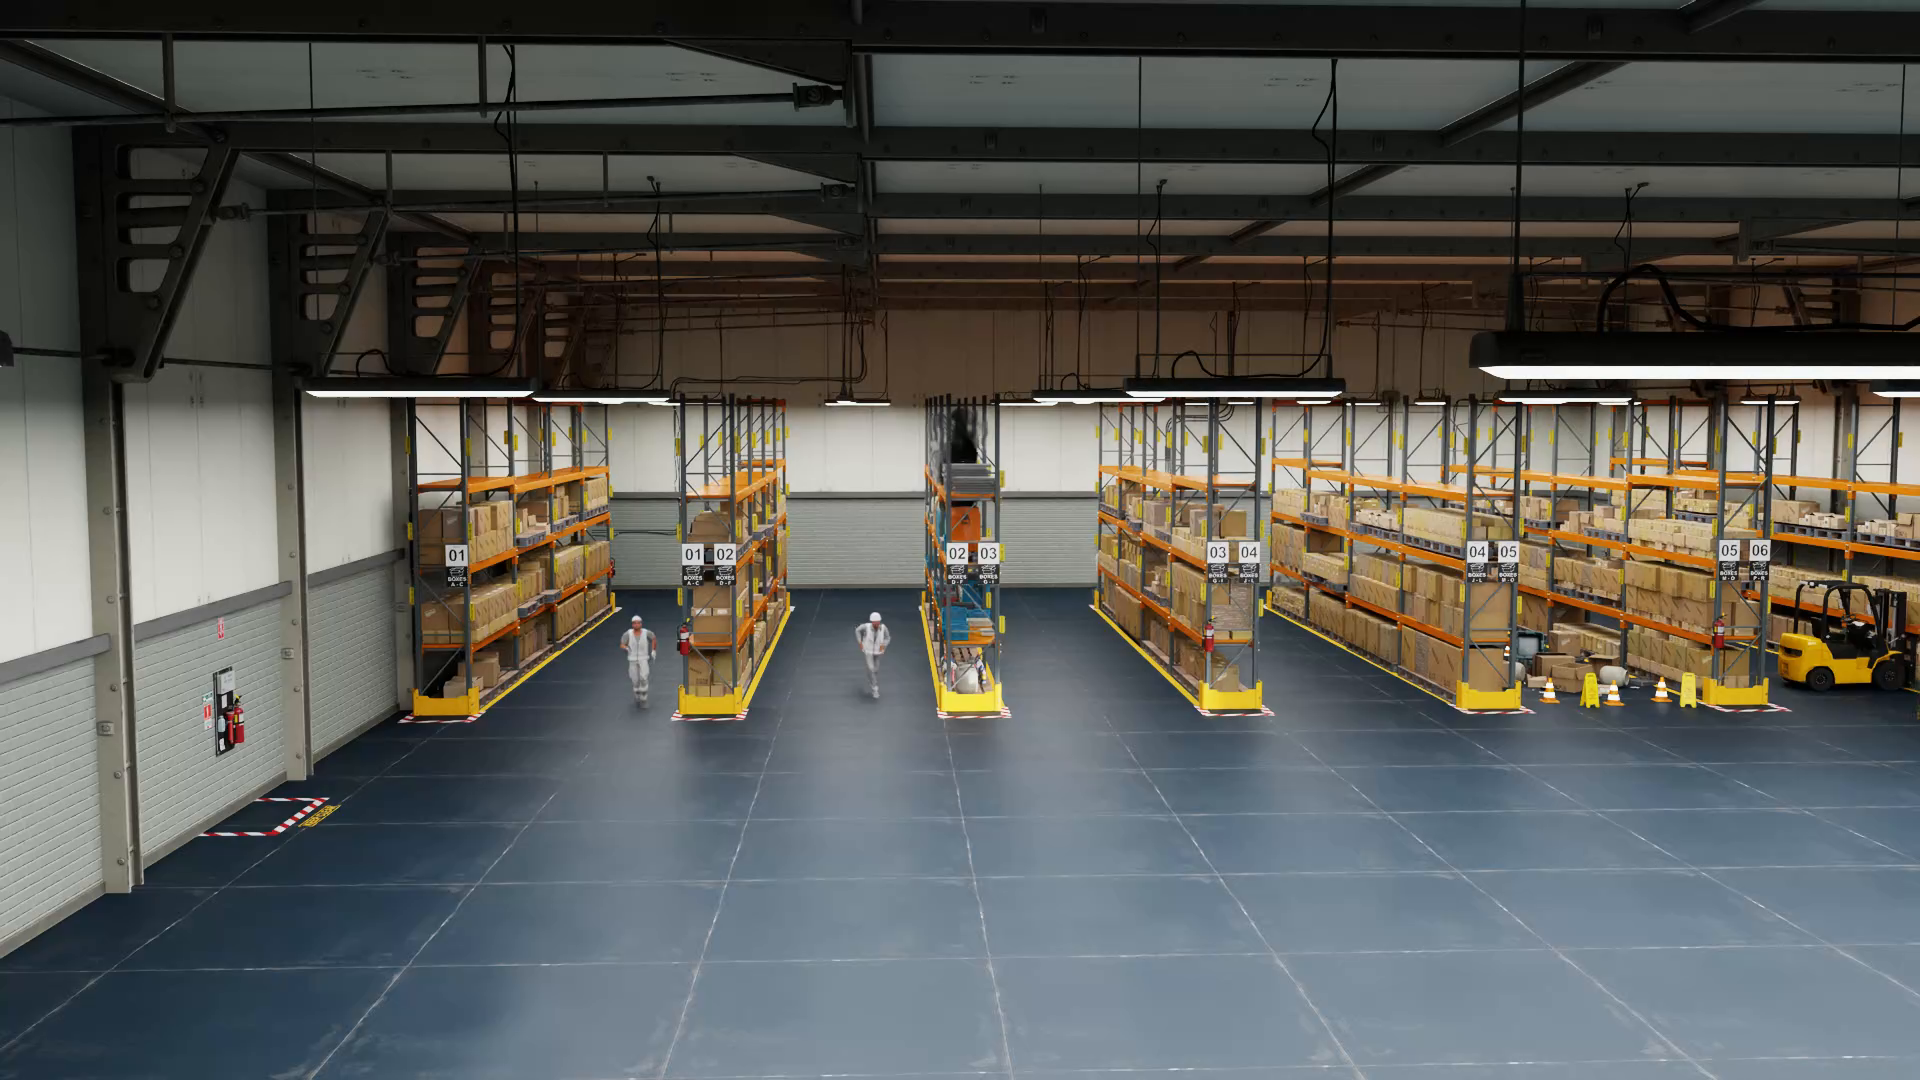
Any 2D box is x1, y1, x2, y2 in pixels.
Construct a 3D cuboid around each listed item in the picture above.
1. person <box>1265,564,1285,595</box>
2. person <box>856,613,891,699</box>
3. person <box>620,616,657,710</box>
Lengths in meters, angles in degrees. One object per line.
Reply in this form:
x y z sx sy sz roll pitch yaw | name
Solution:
9.346 1.049 48.802 0.794 1.691 0.585 -1 5 -9 | person
-1.743 2.270 33.271 0.696 1.732 1.049 -1 5 -8 | person
-6.161 2.331 31.861 0.669 1.800 0.826 0 5 -5 | person
